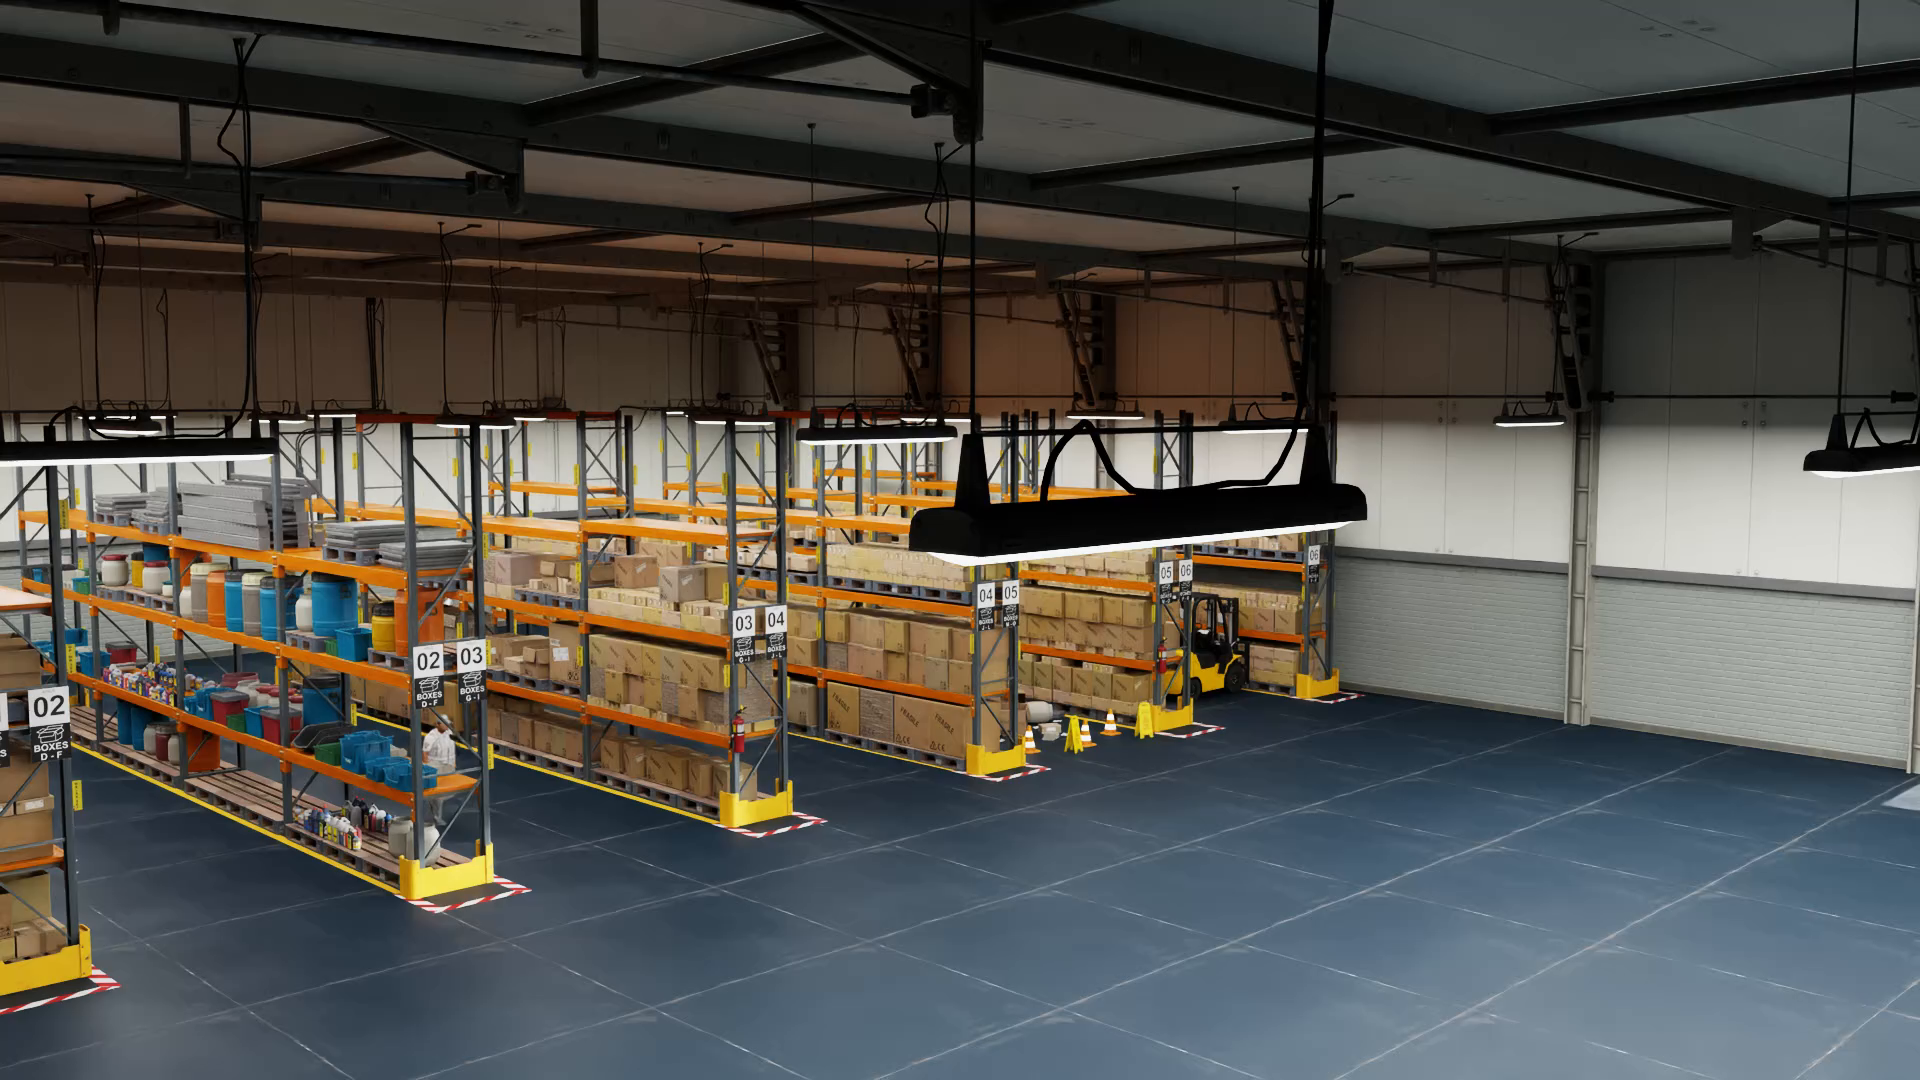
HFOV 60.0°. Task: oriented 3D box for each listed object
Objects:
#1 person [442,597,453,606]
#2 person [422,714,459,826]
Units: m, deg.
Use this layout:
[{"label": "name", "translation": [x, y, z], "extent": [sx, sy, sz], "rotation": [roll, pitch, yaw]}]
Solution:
[{"label": "person", "translation": [-12.508, 1.972, 40.184], "extent": [0.525, 1.726, 1.050], "rotation": [-1, 5, -16]}, {"label": "person", "translation": [-7.742, 3.381, 24.688], "extent": [0.572, 1.647, 0.571], "rotation": [3, 6, 34]}]
